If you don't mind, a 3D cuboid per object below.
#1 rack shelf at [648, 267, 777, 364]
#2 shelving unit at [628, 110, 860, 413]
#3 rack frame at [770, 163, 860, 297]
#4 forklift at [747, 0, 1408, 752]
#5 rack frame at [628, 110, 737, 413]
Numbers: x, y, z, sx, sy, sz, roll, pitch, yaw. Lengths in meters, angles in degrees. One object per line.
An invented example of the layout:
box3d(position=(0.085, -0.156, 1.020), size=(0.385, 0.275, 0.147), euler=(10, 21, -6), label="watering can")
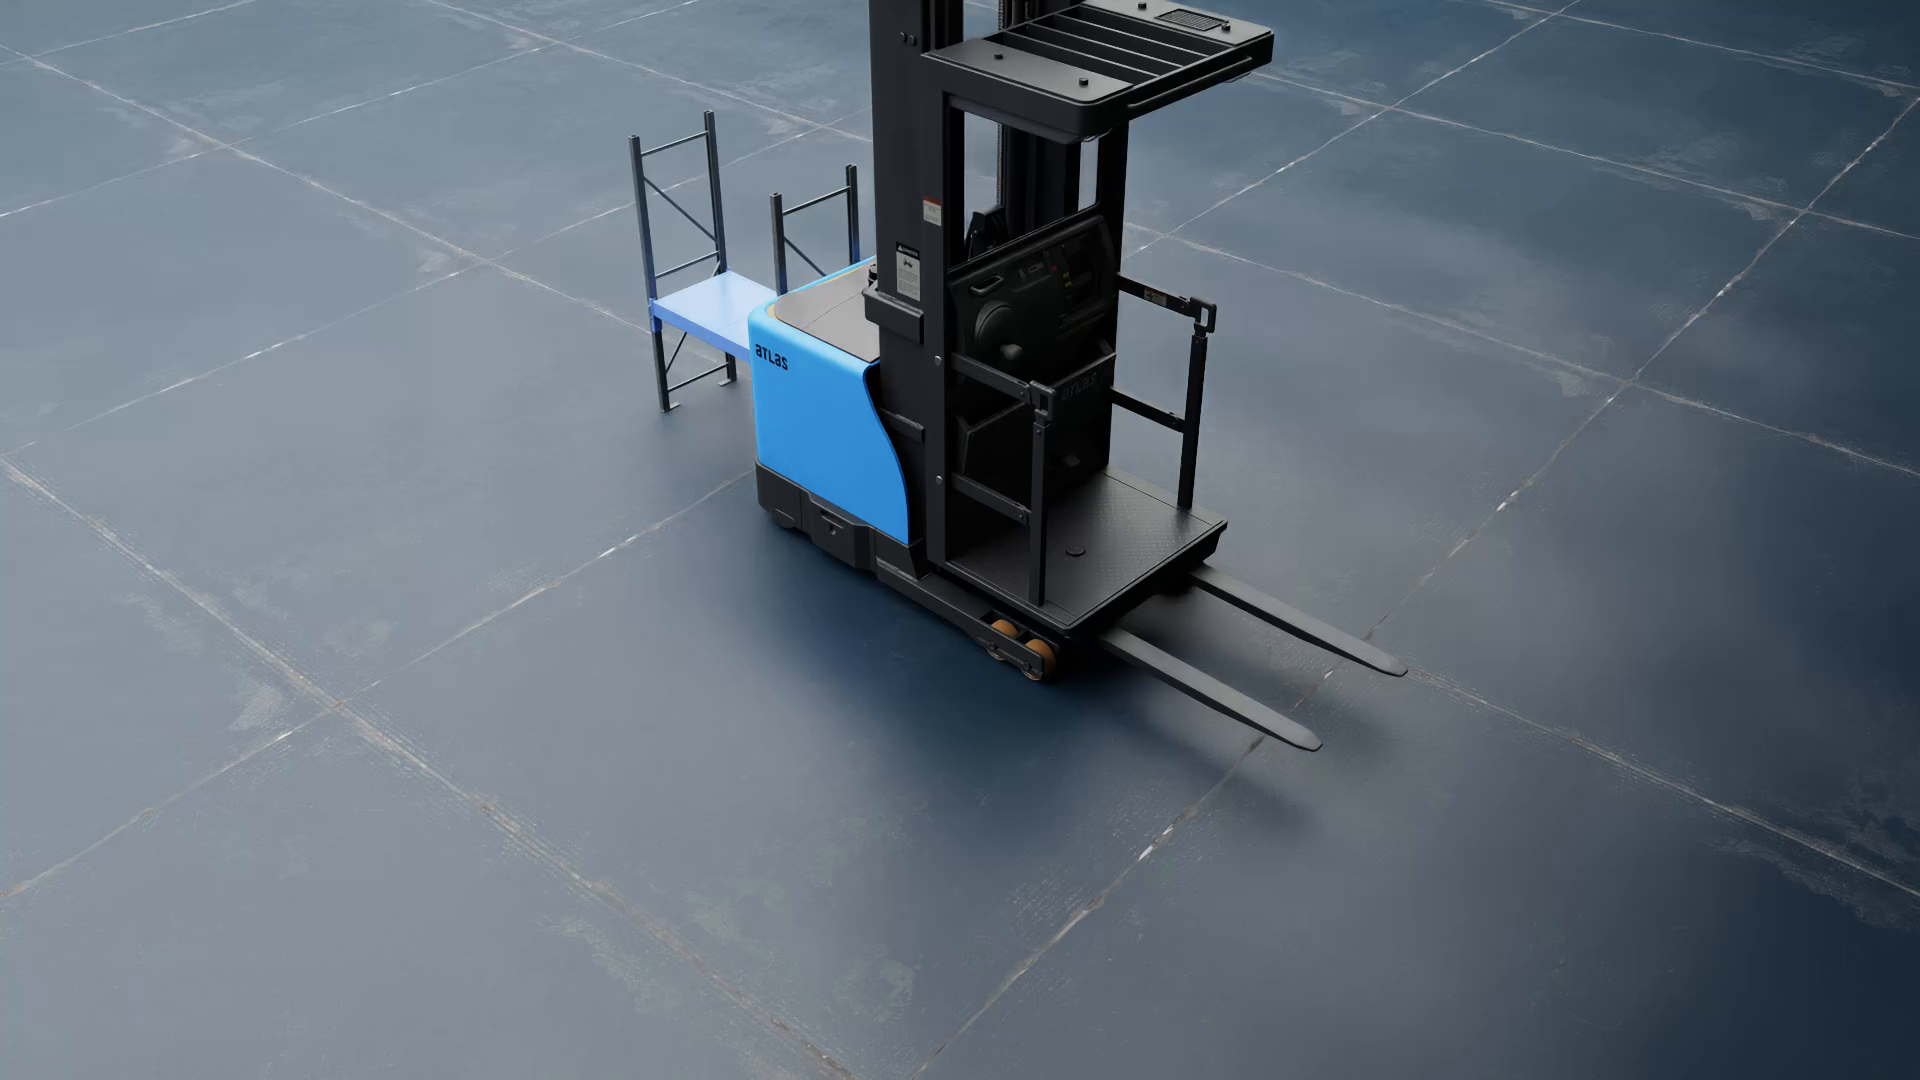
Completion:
box3d(position=(-1.024, -1.047, 8.268), size=(1.000, 0.185, 0.538), euler=(28, 43, 35), label="rack shelf")
box3d(position=(-1.024, -1.196, 8.166), size=(1.048, 1.500, 0.538), euler=(28, 43, 35), label="shelving unit")
box3d(position=(-0.655, -0.997, 7.878), size=(0.032, 1.500, 0.500), euler=(28, 43, 35), label="rack frame")
box3d(position=(0.457, -0.962, 6.562), size=(3.031, 2.935, 1.130), euler=(28, 43, 35), label="forklift")
box3d(position=(-1.392, -1.394, 8.455), size=(0.032, 1.500, 0.500), euler=(28, 43, 35), label="rack frame")
